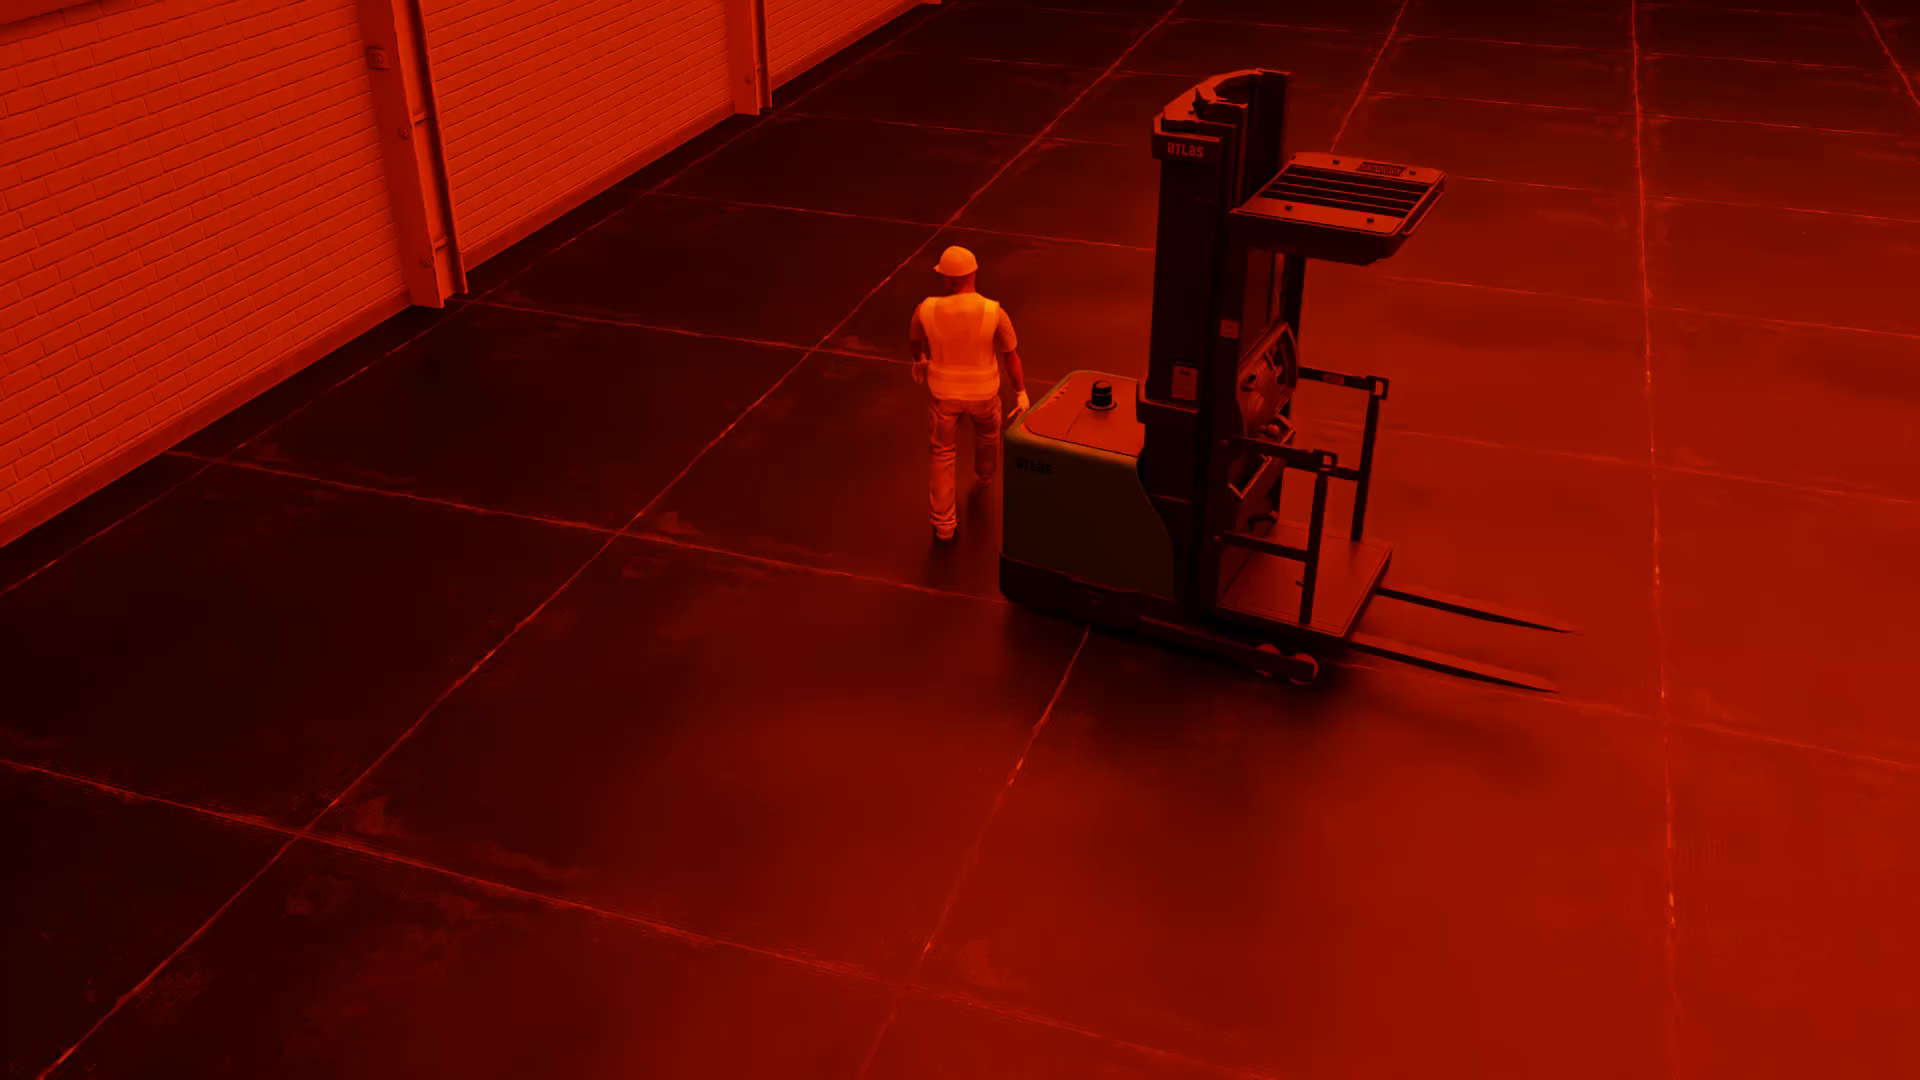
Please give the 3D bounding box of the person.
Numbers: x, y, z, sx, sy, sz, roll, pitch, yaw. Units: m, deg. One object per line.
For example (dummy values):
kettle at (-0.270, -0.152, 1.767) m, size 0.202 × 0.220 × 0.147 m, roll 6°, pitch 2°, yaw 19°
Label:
person at (0.062, -0.970, 10.050) m, size 0.733 × 1.728 × 0.932 m, roll 2°, pitch 30°, yaw 3°

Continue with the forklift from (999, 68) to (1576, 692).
forklift at (1.774, -0.810, 8.557) m, size 3.031 × 2.935 × 1.130 m, roll 14°, pitch 33°, yaw 23°
